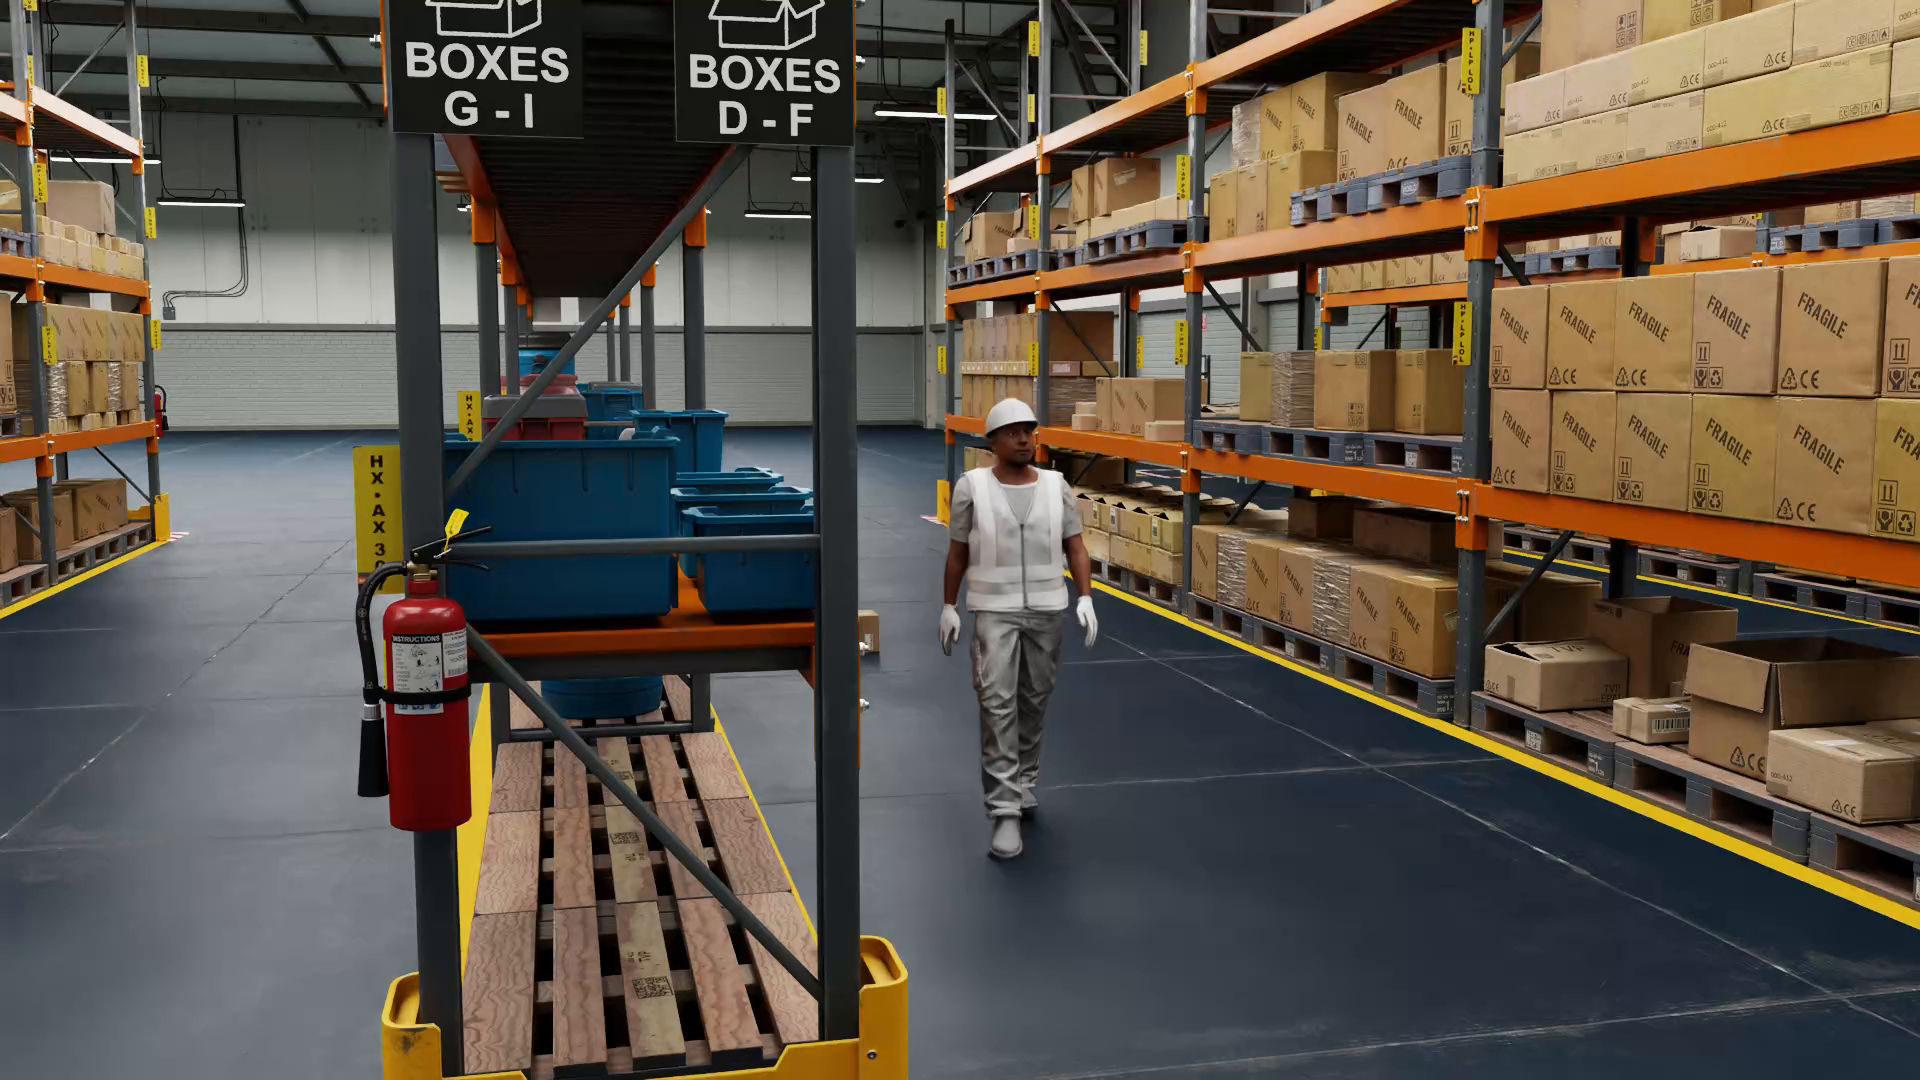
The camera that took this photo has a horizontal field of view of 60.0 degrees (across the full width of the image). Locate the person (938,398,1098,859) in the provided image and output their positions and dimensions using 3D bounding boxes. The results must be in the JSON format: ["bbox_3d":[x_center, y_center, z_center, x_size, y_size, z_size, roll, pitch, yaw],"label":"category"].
[{"bbox_3d":[0.257,0.308,6.771,0.603,1.760,0.874,-1,6,-12],"label":"person"}]
